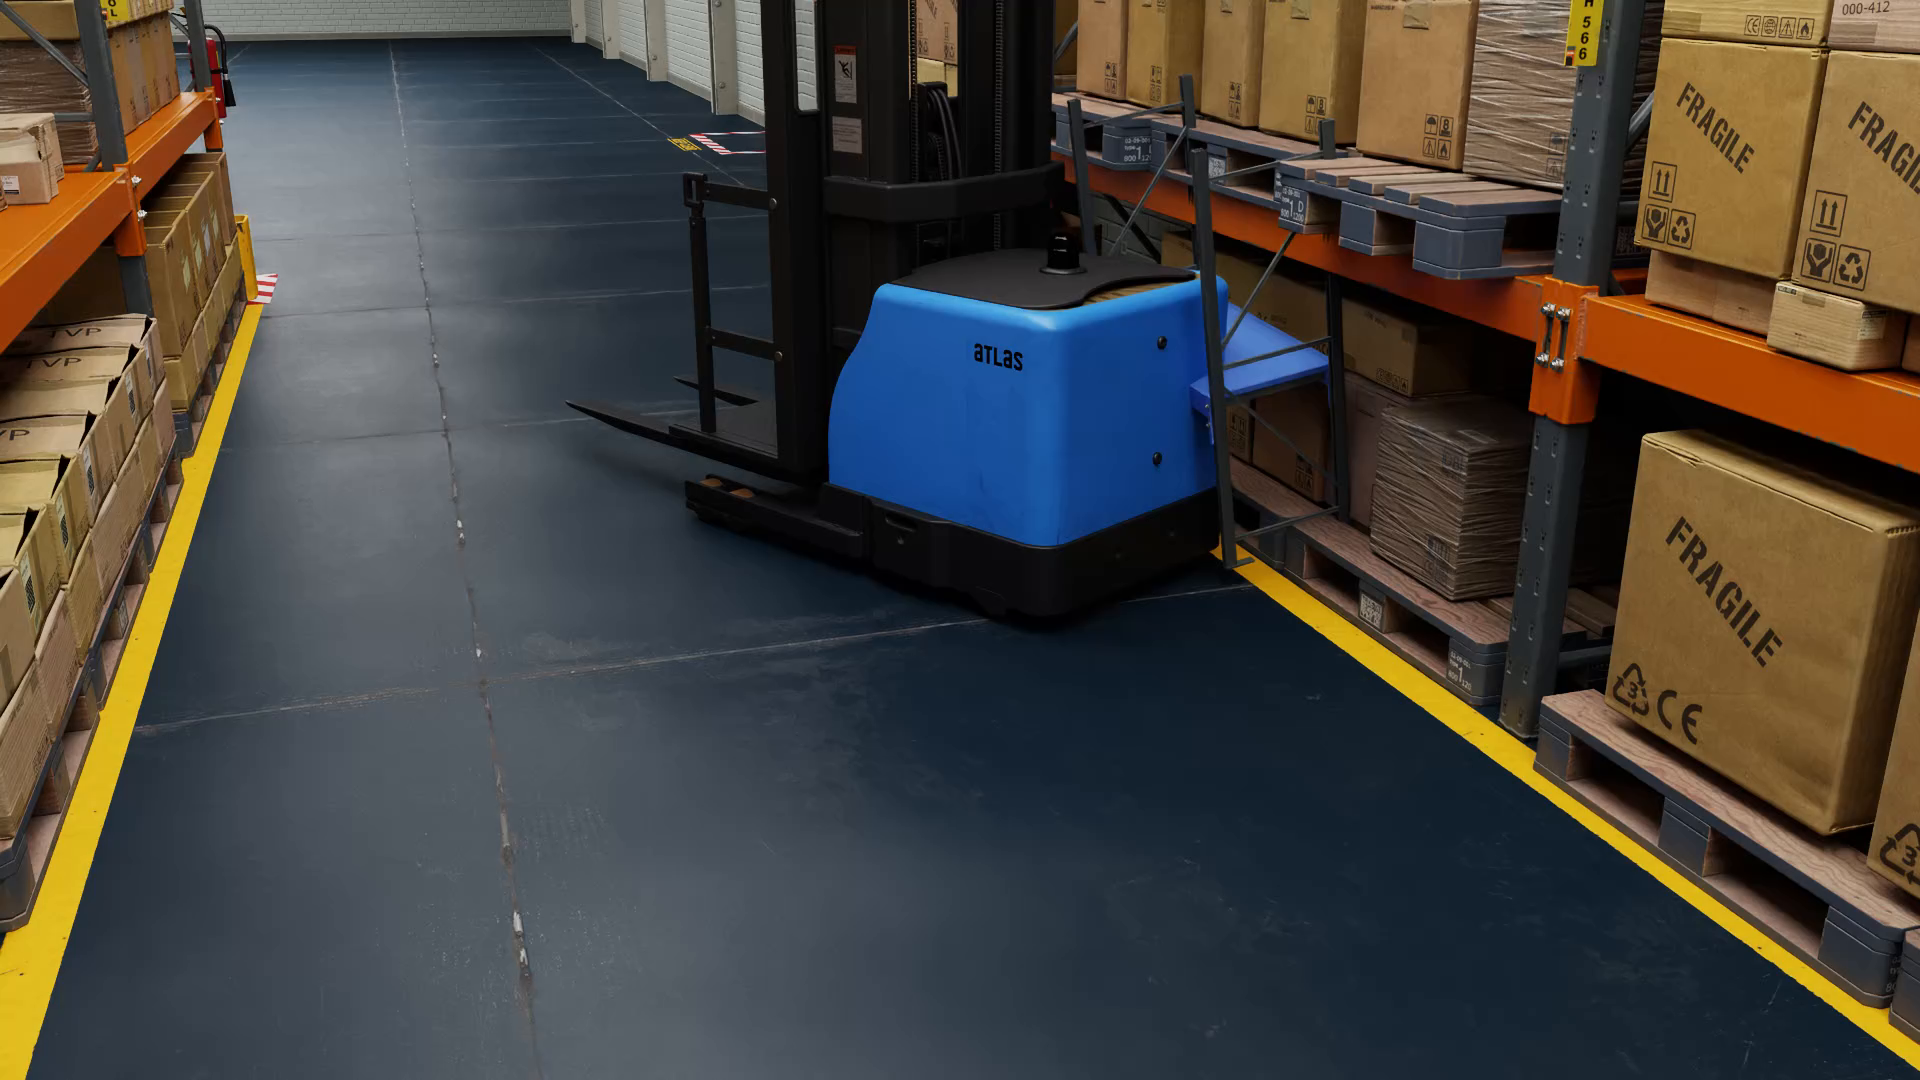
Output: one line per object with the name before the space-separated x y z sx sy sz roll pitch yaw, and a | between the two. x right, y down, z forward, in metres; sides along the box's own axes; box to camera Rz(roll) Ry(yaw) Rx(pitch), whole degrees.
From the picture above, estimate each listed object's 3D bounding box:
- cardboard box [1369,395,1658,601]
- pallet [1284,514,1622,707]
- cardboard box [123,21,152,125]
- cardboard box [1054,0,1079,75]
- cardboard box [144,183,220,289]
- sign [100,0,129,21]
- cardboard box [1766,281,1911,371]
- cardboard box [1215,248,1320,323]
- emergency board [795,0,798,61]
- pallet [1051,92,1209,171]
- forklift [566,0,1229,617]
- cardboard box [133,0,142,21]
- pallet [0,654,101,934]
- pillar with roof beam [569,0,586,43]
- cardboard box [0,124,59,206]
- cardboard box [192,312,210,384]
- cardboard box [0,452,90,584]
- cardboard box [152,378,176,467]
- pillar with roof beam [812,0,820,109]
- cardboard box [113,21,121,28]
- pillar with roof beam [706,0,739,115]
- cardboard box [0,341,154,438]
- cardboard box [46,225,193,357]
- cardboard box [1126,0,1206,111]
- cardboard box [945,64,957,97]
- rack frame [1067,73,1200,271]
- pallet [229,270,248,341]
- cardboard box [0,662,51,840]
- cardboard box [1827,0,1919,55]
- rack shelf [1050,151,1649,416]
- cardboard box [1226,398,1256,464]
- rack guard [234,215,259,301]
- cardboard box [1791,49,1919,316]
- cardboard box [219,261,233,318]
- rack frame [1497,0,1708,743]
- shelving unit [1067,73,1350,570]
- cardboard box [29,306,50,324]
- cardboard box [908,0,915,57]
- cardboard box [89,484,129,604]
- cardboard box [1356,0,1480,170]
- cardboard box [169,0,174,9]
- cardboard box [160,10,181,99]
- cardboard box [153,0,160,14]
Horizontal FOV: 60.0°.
cardboard box | 1.801 -0.157 5.463 0.700 0.500 0.500 -6 21 -16
pallet | 1.833 0.161 5.657 1.003 0.211 1.213 -6 21 -17
cardboard box | -4.515 -2.340 8.346 0.700 0.500 0.500 -6 21 -16
cardboard box | 0.378 -2.595 8.287 0.500 0.500 0.500 -6 21 -17
cardboard box | -4.203 -1.577 8.706 0.500 0.500 0.500 -6 21 -17
sign | -3.369 -2.225 6.579 0.100 0.325 0.005 -6 21 -17
cardboard box | 2.035 -0.486 3.674 0.380 0.149 0.250 -6 21 -16
cardboard box | 1.376 -1.026 6.774 0.500 0.250 0.500 -7 21 -19
emergency board | -2.022 -6.058 18.845 0.194 1.169 0.643 -6 21 -17
pallet | 0.922 -1.834 7.368 1.003 0.211 1.213 -6 21 -17
forklift | -0.454 -1.525 6.328 3.031 2.935 1.130 18 26 40
cardboard box | -4.348 -2.693 8.369 0.380 0.149 0.250 -7 21 -18
pallet | -2.846 0.671 4.237 1.003 0.211 1.213 -6 21 -17
pillar with roof beam | -12.912 -15.329 35.781 9.100 9.000 0.400 -6 21 -17
cardboard box | -3.431 -1.331 5.884 0.396 0.266 0.258 -7 21 -19
cardboard box | -3.892 -0.903 7.938 0.500 0.250 0.500 -6 21 -17
cardboard box | -2.841 -0.072 4.796 0.500 0.311 0.500 -7 21 -19
cardboard box | -3.476 -0.458 6.702 0.500 0.250 0.500 -7 21 -18
pillar with roof beam | -5.369 -7.627 14.338 9.100 9.000 0.400 -6 21 -17
cardboard box | -4.104 -2.444 7.676 0.380 0.149 0.250 -7 21 -19
pillar with roof beam | -7.255 -9.552 19.699 9.100 9.000 0.400 -6 21 -17
cardboard box | -3.312 -0.559 6.151 0.500 0.311 0.500 -6 21 -16
cardboard box | -3.730 -1.096 7.366 0.500 0.500 0.500 -6 21 -17
cardboard box | 1.116 -2.092 7.004 0.700 0.500 0.500 -4 20 -12
cardboard box | 0.235 -2.404 8.864 0.500 0.250 0.500 -6 21 -17
rack frame | 0.737 -1.018 6.511 0.500 1.500 0.032 -16 27 -14
pallet | -4.859 -1.387 9.967 1.003 0.211 1.213 -6 21 -17
cardboard box | -2.510 0.524 3.967 0.500 0.250 0.500 -6 21 -17
cardboard box | 2.145 -1.105 3.328 0.500 0.250 0.500 -7 21 -18
rack shelf | 1.449 -1.204 6.396 1.077 0.370 4.000 -6 21 -17
cardboard box | 1.399 -0.652 6.842 0.700 0.500 0.500 -6 21 -17
rack guard | -5.146 -1.772 10.610 1.175 0.500 0.348 -6 21 -17
cardboard box | 2.143 -0.745 3.436 0.500 0.500 0.500 -6 21 -15
cardboard box | -4.362 -1.384 9.279 0.500 0.250 0.500 -6 21 -17
rack frame | 2.077 -0.901 4.487 1.000 3.000 0.127 -6 21 -17
shelving unit | 0.903 -0.823 6.072 0.538 1.500 1.048 -16 27 -14
cardboard box | -4.381 -1.201 7.659 0.500 0.500 0.500 -6 21 -17
cardboard box | -0.097 -3.084 9.649 0.500 0.500 0.500 -6 21 -16
cardboard box | -2.999 0.032 5.337 0.500 0.250 0.500 -6 21 -16
cardboard box | 1.719 -1.481 5.304 0.700 0.500 0.500 -8 21 -22
cardboard box | -4.838 -3.191 9.755 0.380 0.149 0.250 -7 21 -18
cardboard box | -5.004 -2.837 9.728 0.700 0.500 0.500 -6 21 -17
cardboard box | -4.597 -2.944 9.067 0.380 0.149 0.250 -6 21 -16
